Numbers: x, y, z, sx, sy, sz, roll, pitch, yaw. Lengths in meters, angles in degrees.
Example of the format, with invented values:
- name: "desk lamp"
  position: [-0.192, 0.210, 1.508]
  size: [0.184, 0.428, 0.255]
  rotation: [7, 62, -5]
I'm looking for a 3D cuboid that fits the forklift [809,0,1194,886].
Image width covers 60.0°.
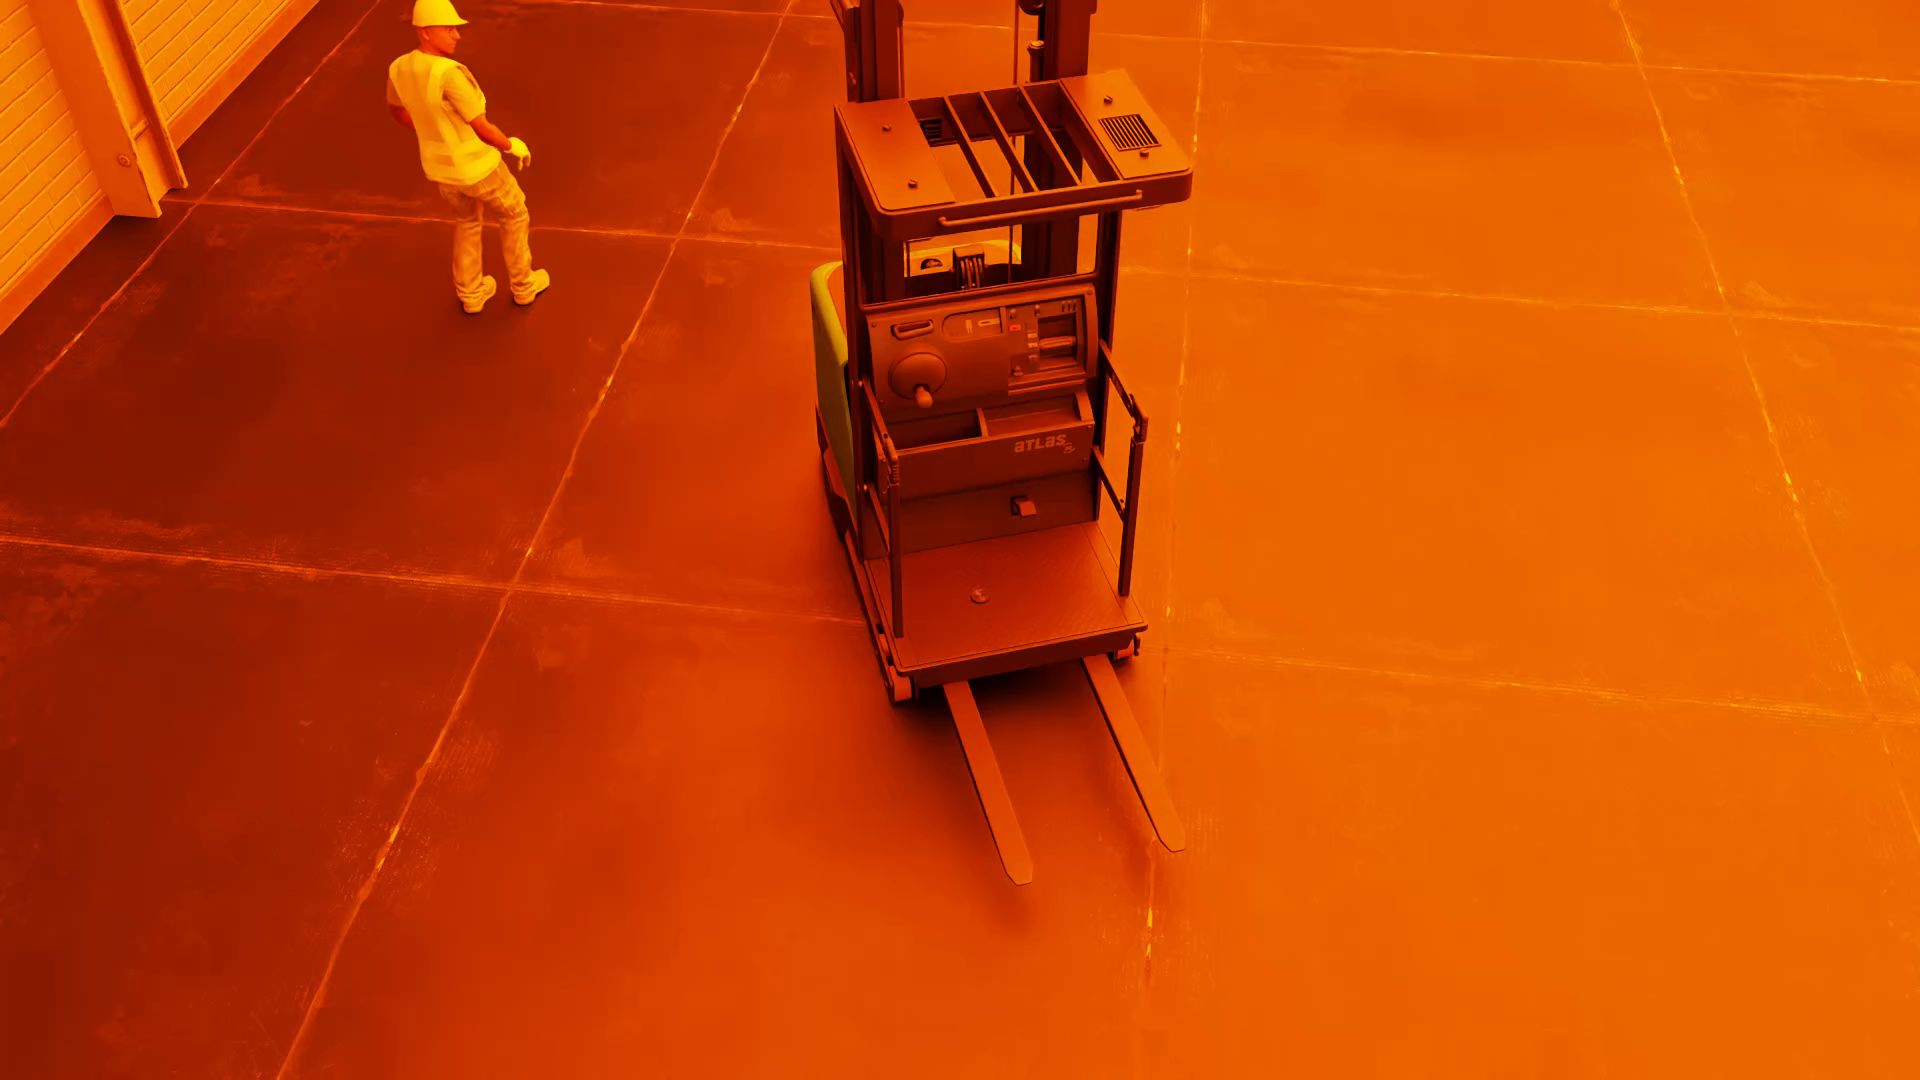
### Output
- name: "forklift"
  position: [0.153, -0.681, 6.465]
  size: [1.130, 2.935, 3.031]
  rotation: [-10, 44, -11]

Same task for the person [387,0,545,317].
- name: "person"
  position: [-2.612, -2.014, 8.764]
  size: [0.582, 1.789, 0.377]
  rotation: [20, 46, 20]
